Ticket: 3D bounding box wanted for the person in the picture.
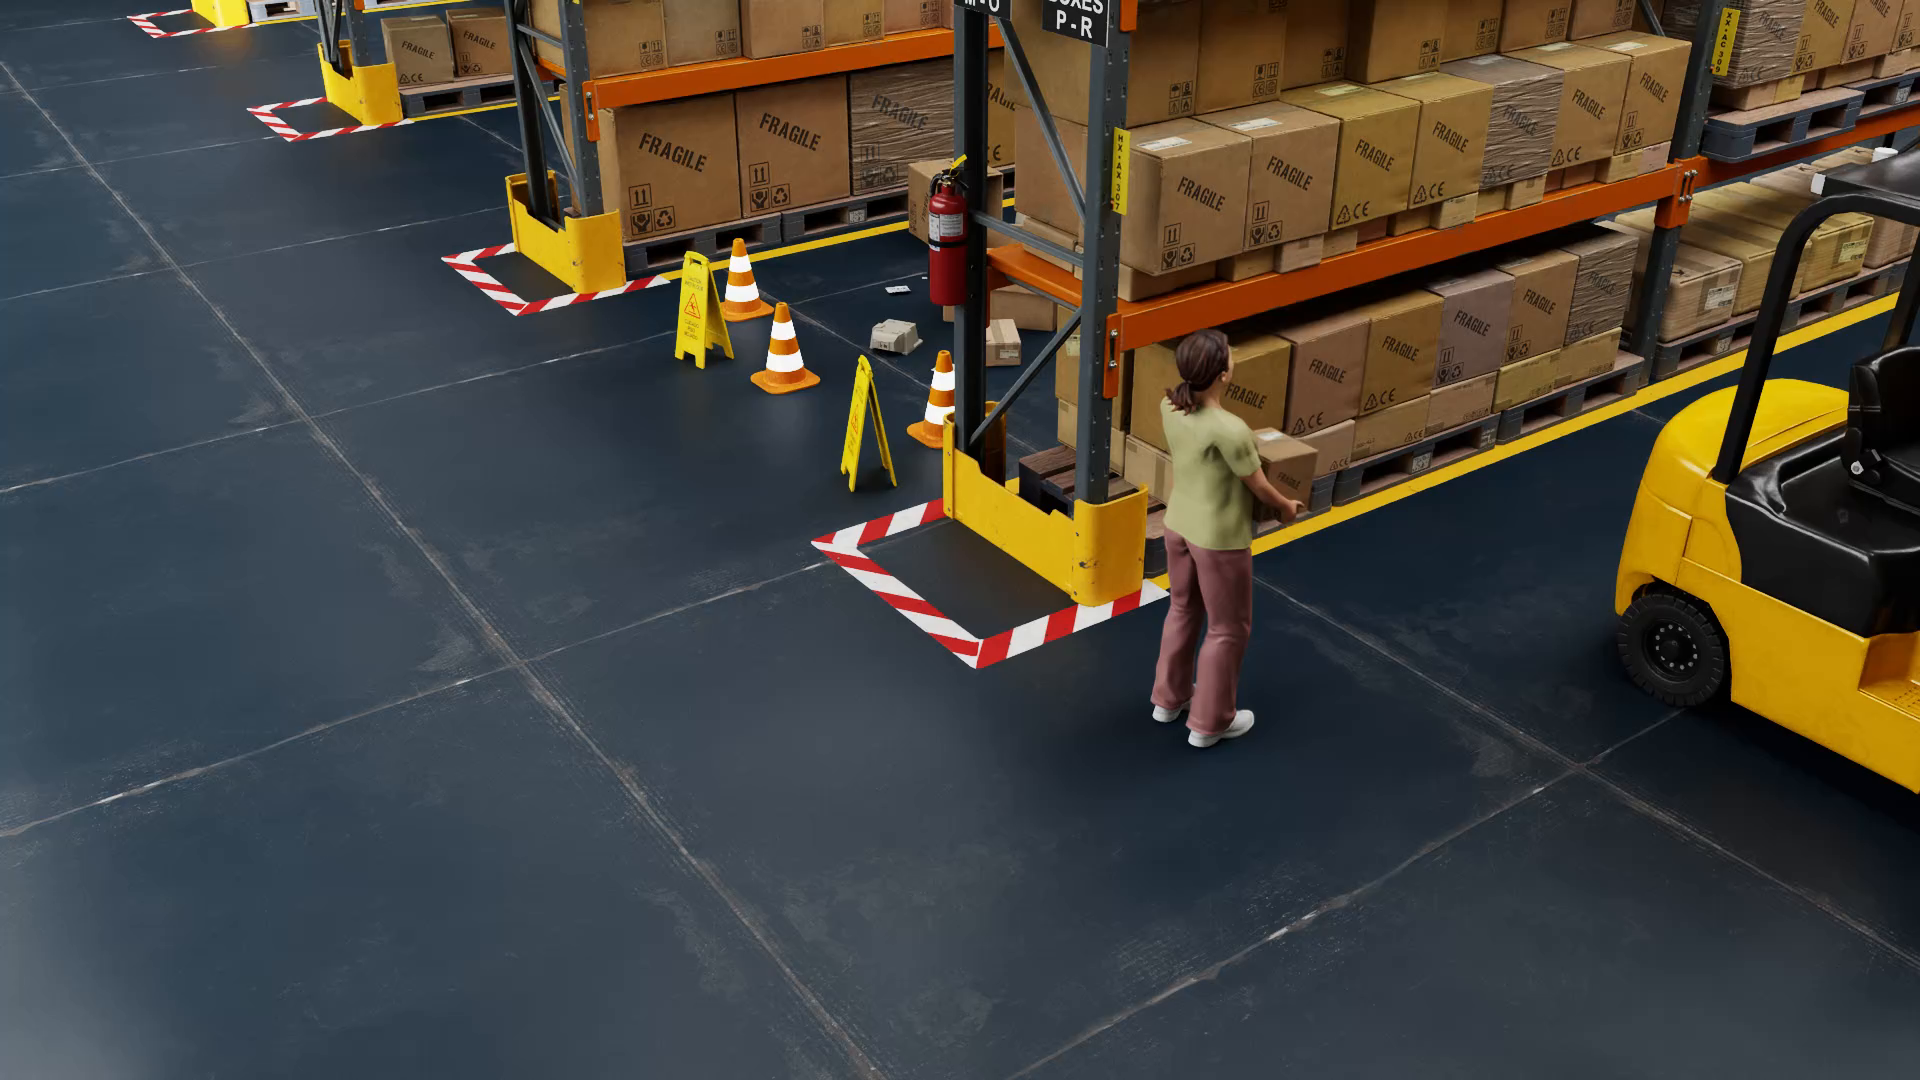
[{"bbox_3d":[0.974,-0.030,6.190,0.545,1.663,0.428,-19,34,-30],"label":"person"}]
